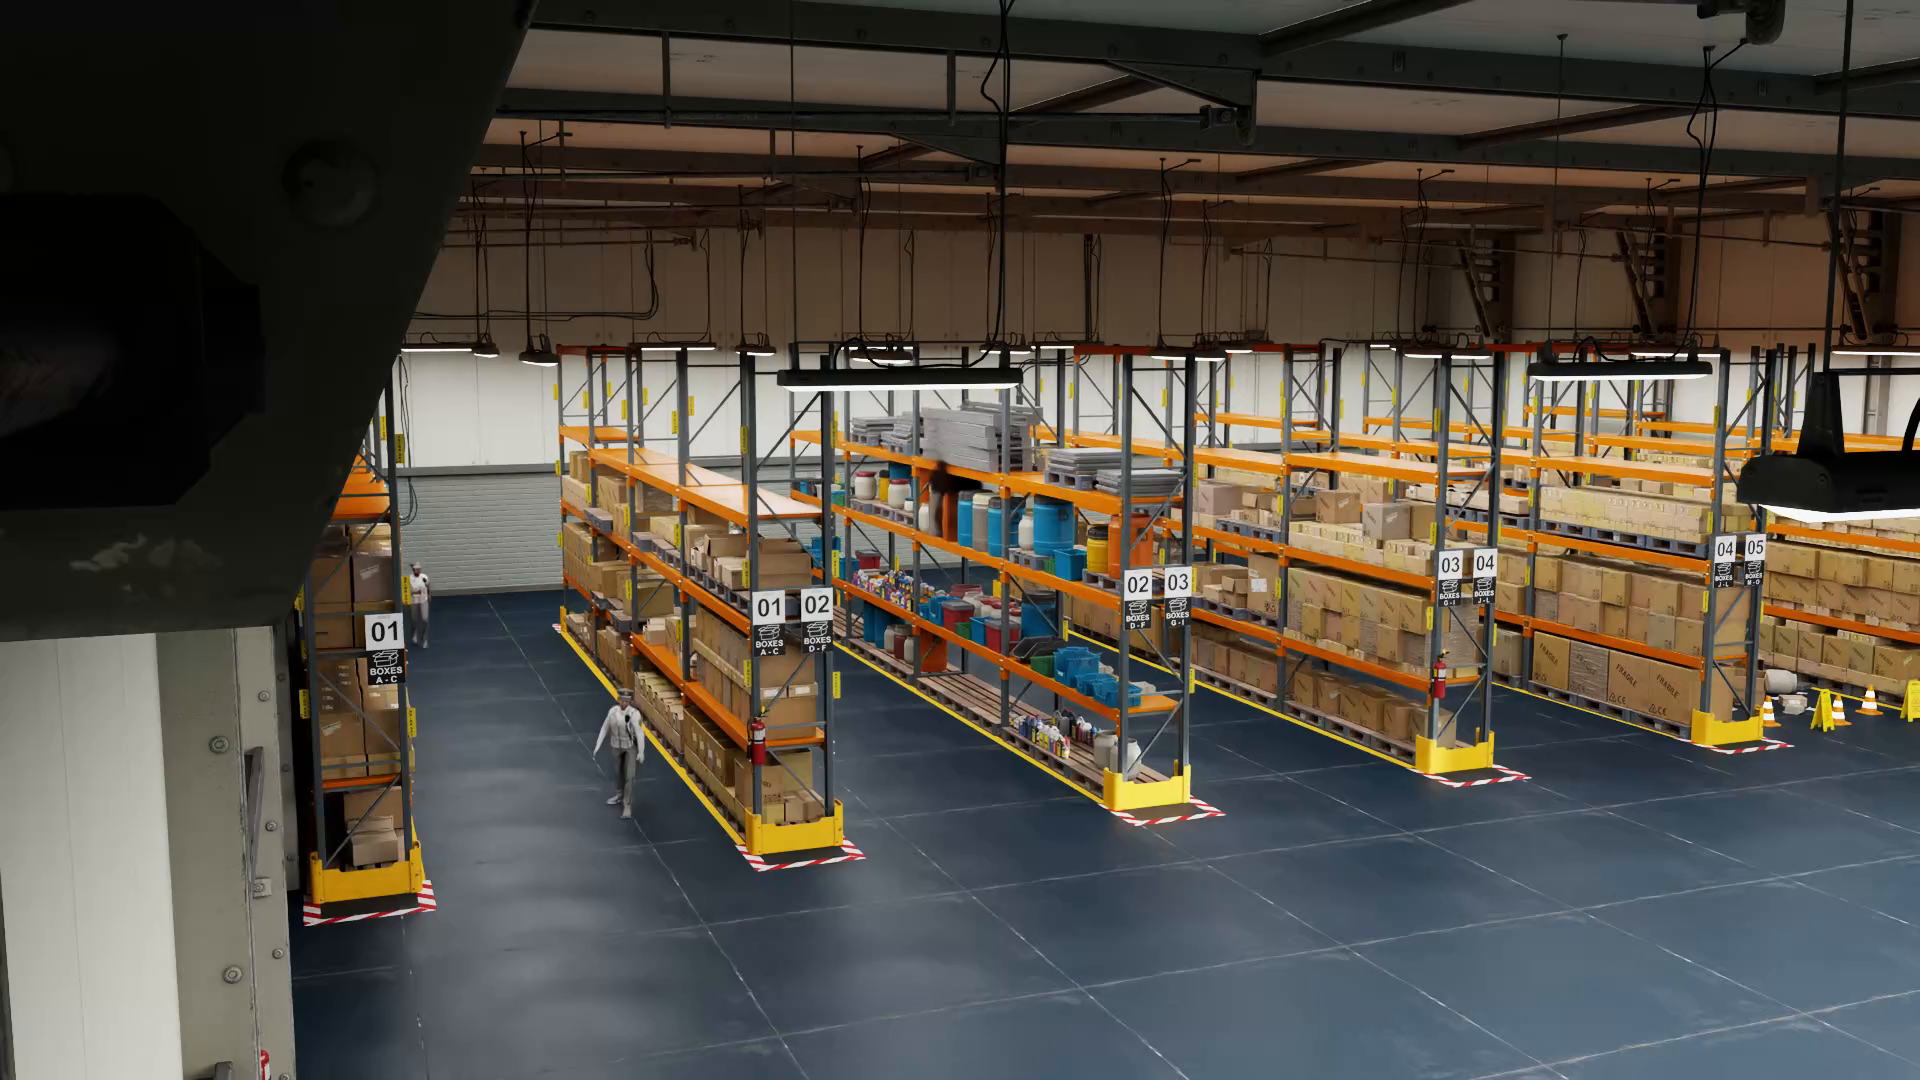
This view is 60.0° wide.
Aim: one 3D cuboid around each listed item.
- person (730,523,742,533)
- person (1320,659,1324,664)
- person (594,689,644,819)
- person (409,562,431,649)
[{"bbox_3d":[-5.298,0.437,39.550,0.908,1.836,0.686,0,7,0],"label":"person"},{"bbox_3d":[7.028,1.537,31.177,0.651,1.666,0.736,-1,7,-11],"label":"person"},{"bbox_3d":[-4.461,2.755,21.857,0.663,1.654,0.746,2,7,12],"label":"person"},{"bbox_3d":[-10.812,1.286,33.170,0.530,1.748,0.848,-4,8,-26],"label":"person"}]
